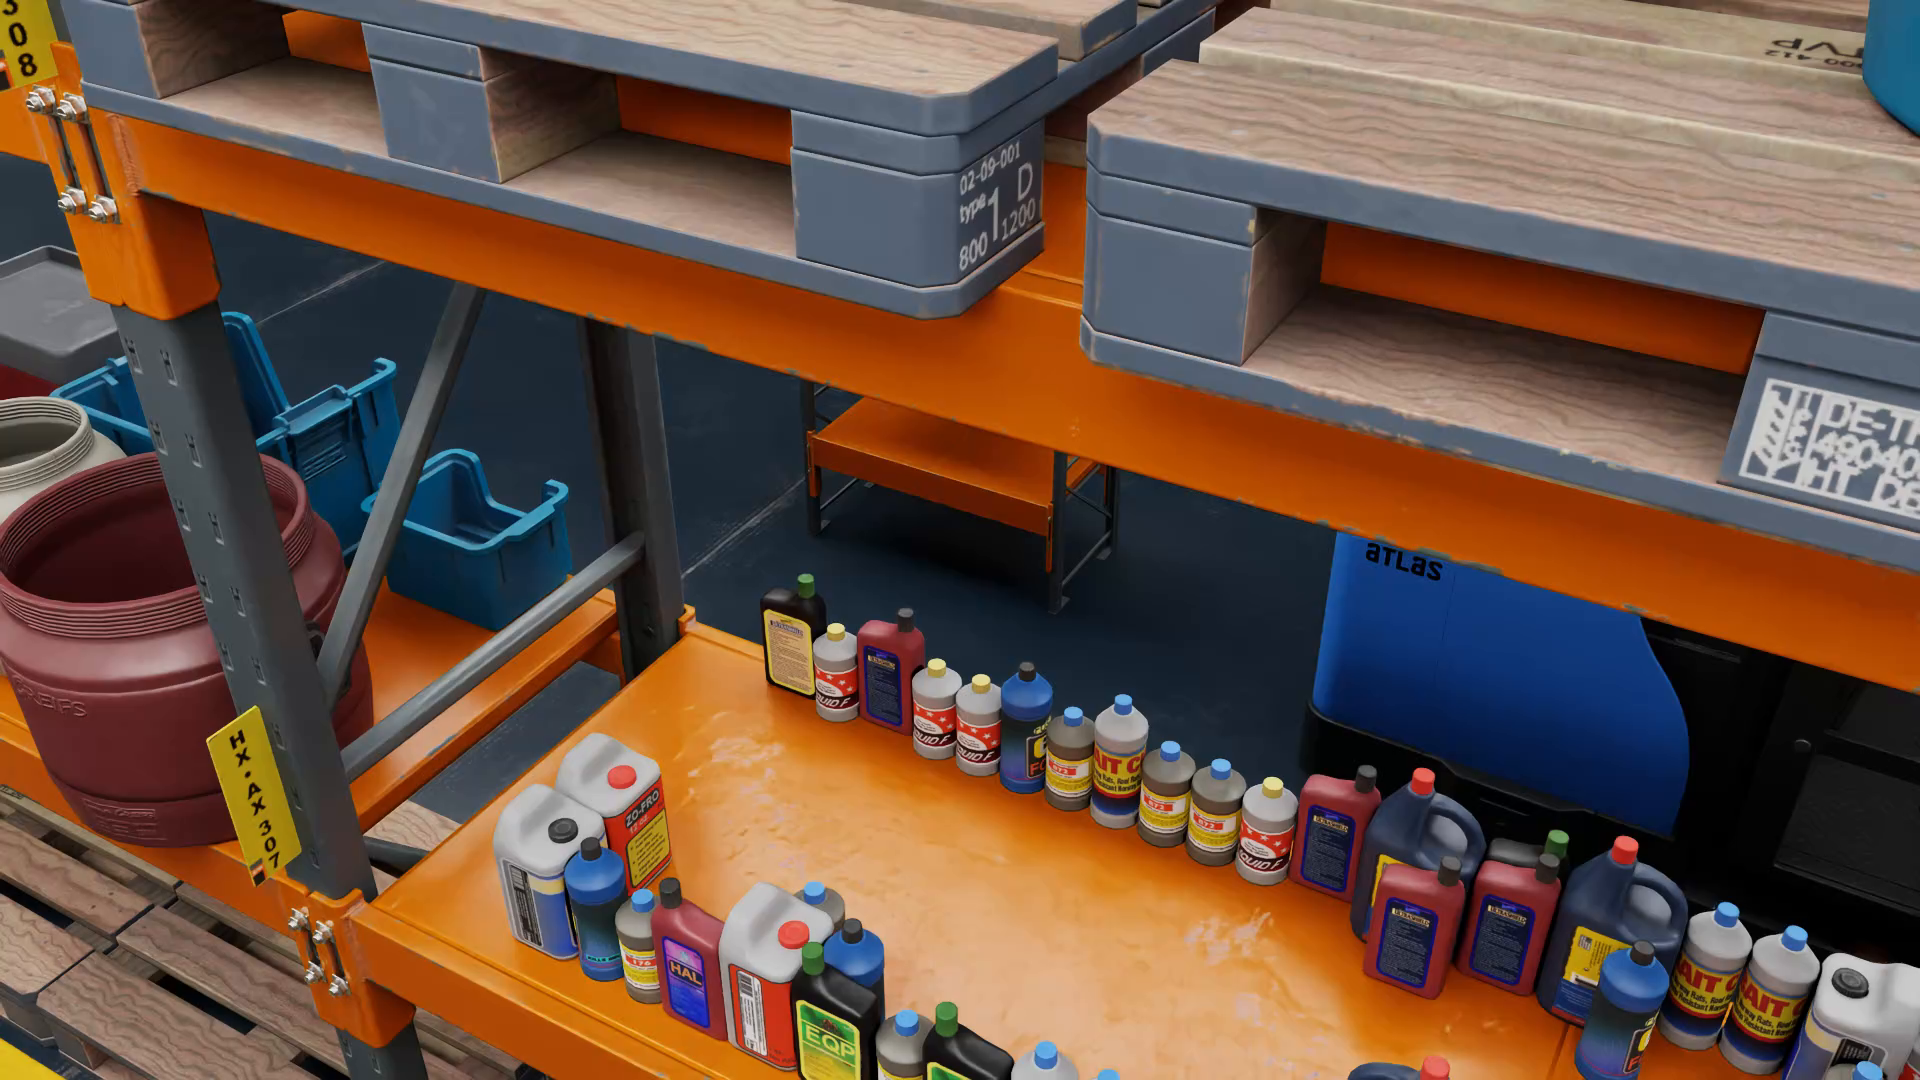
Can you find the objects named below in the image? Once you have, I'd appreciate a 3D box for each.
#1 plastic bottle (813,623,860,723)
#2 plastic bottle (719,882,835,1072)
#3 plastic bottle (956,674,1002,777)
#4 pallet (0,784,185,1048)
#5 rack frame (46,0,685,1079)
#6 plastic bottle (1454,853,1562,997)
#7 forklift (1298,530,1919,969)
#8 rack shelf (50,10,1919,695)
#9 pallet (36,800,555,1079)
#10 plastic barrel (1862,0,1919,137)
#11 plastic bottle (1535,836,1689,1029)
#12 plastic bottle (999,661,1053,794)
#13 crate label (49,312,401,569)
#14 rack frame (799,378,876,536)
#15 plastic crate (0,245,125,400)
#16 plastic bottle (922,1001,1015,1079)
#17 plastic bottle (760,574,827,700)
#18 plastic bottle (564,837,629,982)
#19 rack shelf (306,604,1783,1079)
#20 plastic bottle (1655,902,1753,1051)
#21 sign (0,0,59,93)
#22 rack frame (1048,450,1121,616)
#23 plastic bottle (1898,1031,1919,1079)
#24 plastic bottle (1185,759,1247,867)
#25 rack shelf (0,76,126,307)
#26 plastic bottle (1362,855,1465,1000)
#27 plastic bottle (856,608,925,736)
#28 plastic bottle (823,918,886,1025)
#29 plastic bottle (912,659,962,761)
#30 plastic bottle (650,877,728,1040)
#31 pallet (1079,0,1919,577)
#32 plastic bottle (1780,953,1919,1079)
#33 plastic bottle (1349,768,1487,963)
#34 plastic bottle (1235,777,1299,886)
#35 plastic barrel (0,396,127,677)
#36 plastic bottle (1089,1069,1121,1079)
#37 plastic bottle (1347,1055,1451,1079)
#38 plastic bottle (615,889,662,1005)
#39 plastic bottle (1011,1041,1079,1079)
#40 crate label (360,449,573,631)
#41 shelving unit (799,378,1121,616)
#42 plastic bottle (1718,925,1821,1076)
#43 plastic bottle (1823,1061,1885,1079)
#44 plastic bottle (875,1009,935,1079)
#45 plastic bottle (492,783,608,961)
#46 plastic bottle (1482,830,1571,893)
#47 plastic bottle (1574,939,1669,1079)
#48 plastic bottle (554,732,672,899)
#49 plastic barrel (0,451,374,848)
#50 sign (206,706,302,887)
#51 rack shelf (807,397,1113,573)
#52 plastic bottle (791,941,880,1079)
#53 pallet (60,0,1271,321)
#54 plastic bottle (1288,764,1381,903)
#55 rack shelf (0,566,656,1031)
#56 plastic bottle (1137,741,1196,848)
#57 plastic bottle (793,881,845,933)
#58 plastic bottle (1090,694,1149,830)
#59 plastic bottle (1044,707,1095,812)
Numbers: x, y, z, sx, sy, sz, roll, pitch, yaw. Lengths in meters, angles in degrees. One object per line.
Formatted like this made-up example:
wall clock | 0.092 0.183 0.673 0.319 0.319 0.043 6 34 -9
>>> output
plastic bottle | -0.245 0.258 3.335 0.097 0.201 0.097 0 34 0
plastic bottle | -0.282 0.682 2.631 0.135 0.276 0.152 18 37 24
plastic bottle | 0.040 0.348 3.200 0.097 0.201 0.097 0 34 0
pallet | -2.607 0.822 4.826 1.213 0.211 1.003 18 37 24
rack frame | -0.899 0.229 3.200 0.127 3.000 1.000 18 37 24
plastic bottle | 0.902 0.615 2.726 0.133 0.283 0.061 18 37 24
forklift | 2.567 -0.274 4.018 3.031 2.935 1.130 18 38 25
rack shelf | 0.838 -0.170 1.742 4.000 0.370 1.077 18 37 24
pallet | -1.552 1.158 4.321 1.213 0.211 1.003 18 37 24
plastic barrel | 1.016 -0.699 1.056 0.708 0.901 0.600 18 37 24
plastic bottle | 1.050 0.621 2.656 0.185 0.351 0.144 18 37 24
plastic bottle | 0.124 0.346 3.140 0.097 0.271 0.097 0 34 0
crate label | -1.627 -0.189 3.796 0.616 0.435 0.502 18 37 24
rack frame | -0.435 -0.606 6.145 0.032 1.125 0.500 18 37 24
plastic crate | -2.150 -0.389 4.071 0.583 0.464 0.402 18 37 24
plastic bottle | 0.012 0.802 2.445 0.133 0.283 0.061 18 37 24
plastic bottle | -0.336 0.183 3.374 0.133 0.283 0.061 18 37 24
plastic bottle | -0.597 0.602 2.756 0.097 0.271 0.097 0 34 0
rack shelf | 0.838 1.078 2.573 4.000 0.370 1.077 18 37 24
plastic bottle | 1.184 0.682 2.636 0.097 0.271 0.097 0 34 0
sign | -1.166 -0.709 1.997 0.005 0.325 0.100 18 37 24
rack frame | 0.447 -0.327 5.726 0.032 1.125 0.500 18 37 24
plastic bottle | 1.470 0.801 2.520 0.097 0.201 0.097 0 34 0
plastic bottle | 0.463 0.482 2.999 0.097 0.201 0.097 0 34 0
rack shelf | -2.635 -1.270 3.394 4.000 0.370 1.077 18 37 24
plastic bottle | 0.745 0.618 2.721 0.133 0.283 0.061 18 37 24
plastic bottle | -0.136 0.247 3.278 0.133 0.283 0.061 18 37 24
plastic bottle | -0.165 0.700 2.609 0.097 0.271 0.097 0 34 0
plastic bottle | -0.045 0.322 3.240 0.097 0.201 0.097 0 34 0
plastic bottle | -0.421 0.664 2.651 0.133 0.283 0.061 18 37 24
pallet | 0.859 -0.320 1.488 1.213 0.211 1.003 18 37 24
plastic bottle | 1.356 0.752 2.527 0.135 0.276 0.152 18 37 24
plastic bottle | 0.774 0.533 2.787 0.185 0.351 0.144 18 37 24
plastic bottle | 0.547 0.509 2.959 0.097 0.201 0.097 0 34 0
plastic barrel | -1.898 0.002 3.439 0.421 0.512 0.421 0 34 0
plastic bottle | 0.206 0.856 2.374 0.097 0.271 0.097 0 34 0
plastic bottle | 0.616 0.841 2.325 0.185 0.351 0.144 18 37 24
plastic bottle | -0.512 0.658 2.735 0.097 0.201 0.097 0 34 0
plastic bottle | 0.121 0.829 2.414 0.097 0.271 0.097 0 34 0
crate label | -1.079 0.002 3.691 0.416 0.233 0.303 18 37 24
shelving unit | 0.006 -0.466 5.935 1.048 1.125 0.538 18 37 24
plastic bottle | 1.269 0.708 2.596 0.097 0.271 0.097 0 34 0
plastic bottle | 1.310 0.848 2.450 0.097 0.201 0.097 0 34 0
plastic bottle | -0.079 0.795 2.529 0.097 0.201 0.097 0 34 0
plastic bottle | -0.684 0.555 2.822 0.135 0.276 0.152 18 37 24
plastic bottle | 0.933 0.585 2.770 0.133 0.283 0.061 18 37 24
plastic bottle | 1.028 0.724 2.572 0.097 0.271 0.097 0 34 0
plastic bottle | -0.608 0.482 2.932 0.135 0.276 0.152 18 37 24
plastic barrel | -1.452 0.190 3.135 0.708 0.536 0.600 18 37 24
sign | -1.166 0.428 2.754 0.005 0.325 0.100 18 37 24
rack shelf | 0.006 -0.263 6.071 1.000 0.278 0.538 18 37 24
plastic bottle | -0.188 0.738 2.541 0.133 0.283 0.061 18 37 24
pallet | -0.283 -0.684 2.034 1.213 0.211 1.003 18 37 24
plastic bottle | 0.656 0.498 2.902 0.133 0.283 0.061 18 37 24
rack shelf | -2.635 -0.022 4.225 4.000 0.370 1.077 18 37 24
plastic bottle | 0.378 0.455 3.039 0.097 0.201 0.097 0 34 0
plastic bottle | -0.236 0.648 2.749 0.097 0.201 0.097 0 34 0
plastic bottle | 0.294 0.399 3.060 0.097 0.271 0.097 0 34 0
plastic bottle | 0.209 0.402 3.120 0.097 0.201 0.097 0 34 0
